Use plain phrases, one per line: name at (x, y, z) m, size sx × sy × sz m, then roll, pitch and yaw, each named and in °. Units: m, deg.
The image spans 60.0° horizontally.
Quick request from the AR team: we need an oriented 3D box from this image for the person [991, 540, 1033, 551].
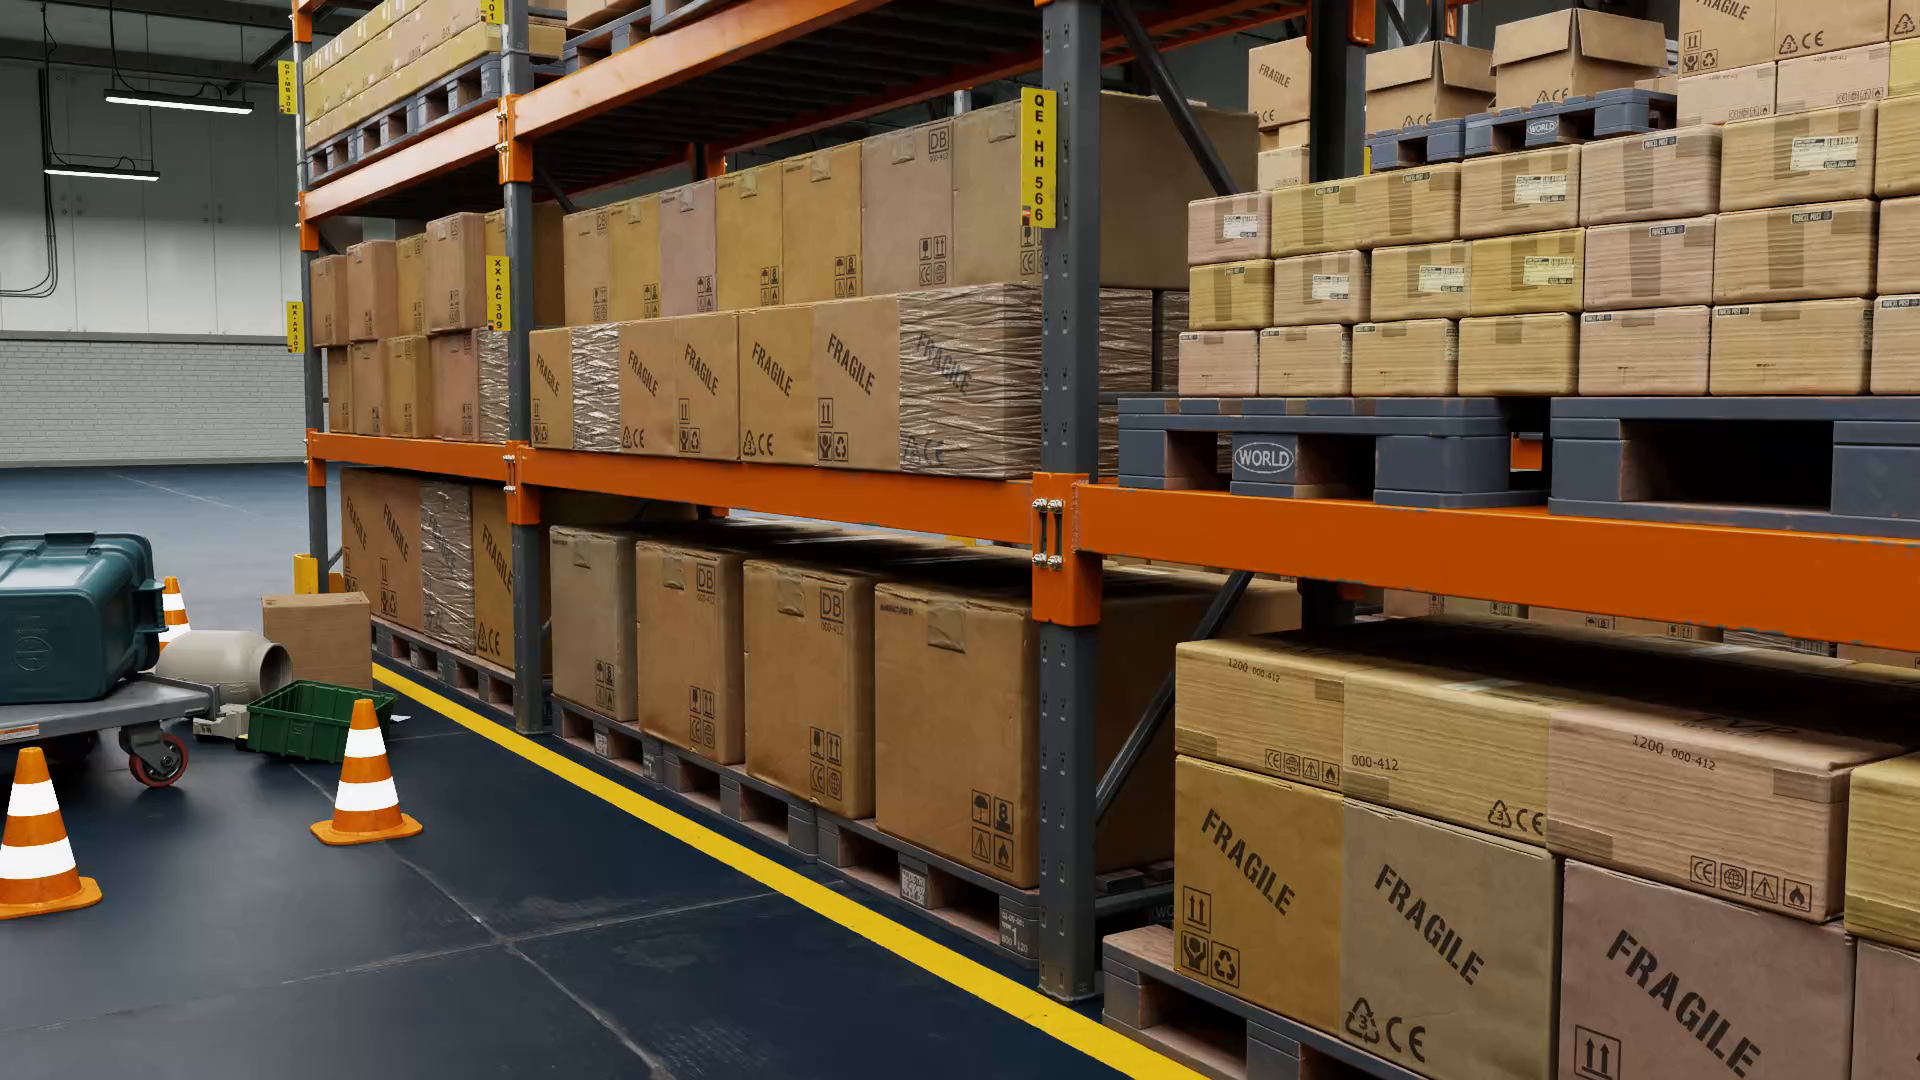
person at (0.328, -0.153, 9.894) m, size 0.376 × 1.663 × 0.544 m, roll -4°, pitch 6°, yaw -37°
